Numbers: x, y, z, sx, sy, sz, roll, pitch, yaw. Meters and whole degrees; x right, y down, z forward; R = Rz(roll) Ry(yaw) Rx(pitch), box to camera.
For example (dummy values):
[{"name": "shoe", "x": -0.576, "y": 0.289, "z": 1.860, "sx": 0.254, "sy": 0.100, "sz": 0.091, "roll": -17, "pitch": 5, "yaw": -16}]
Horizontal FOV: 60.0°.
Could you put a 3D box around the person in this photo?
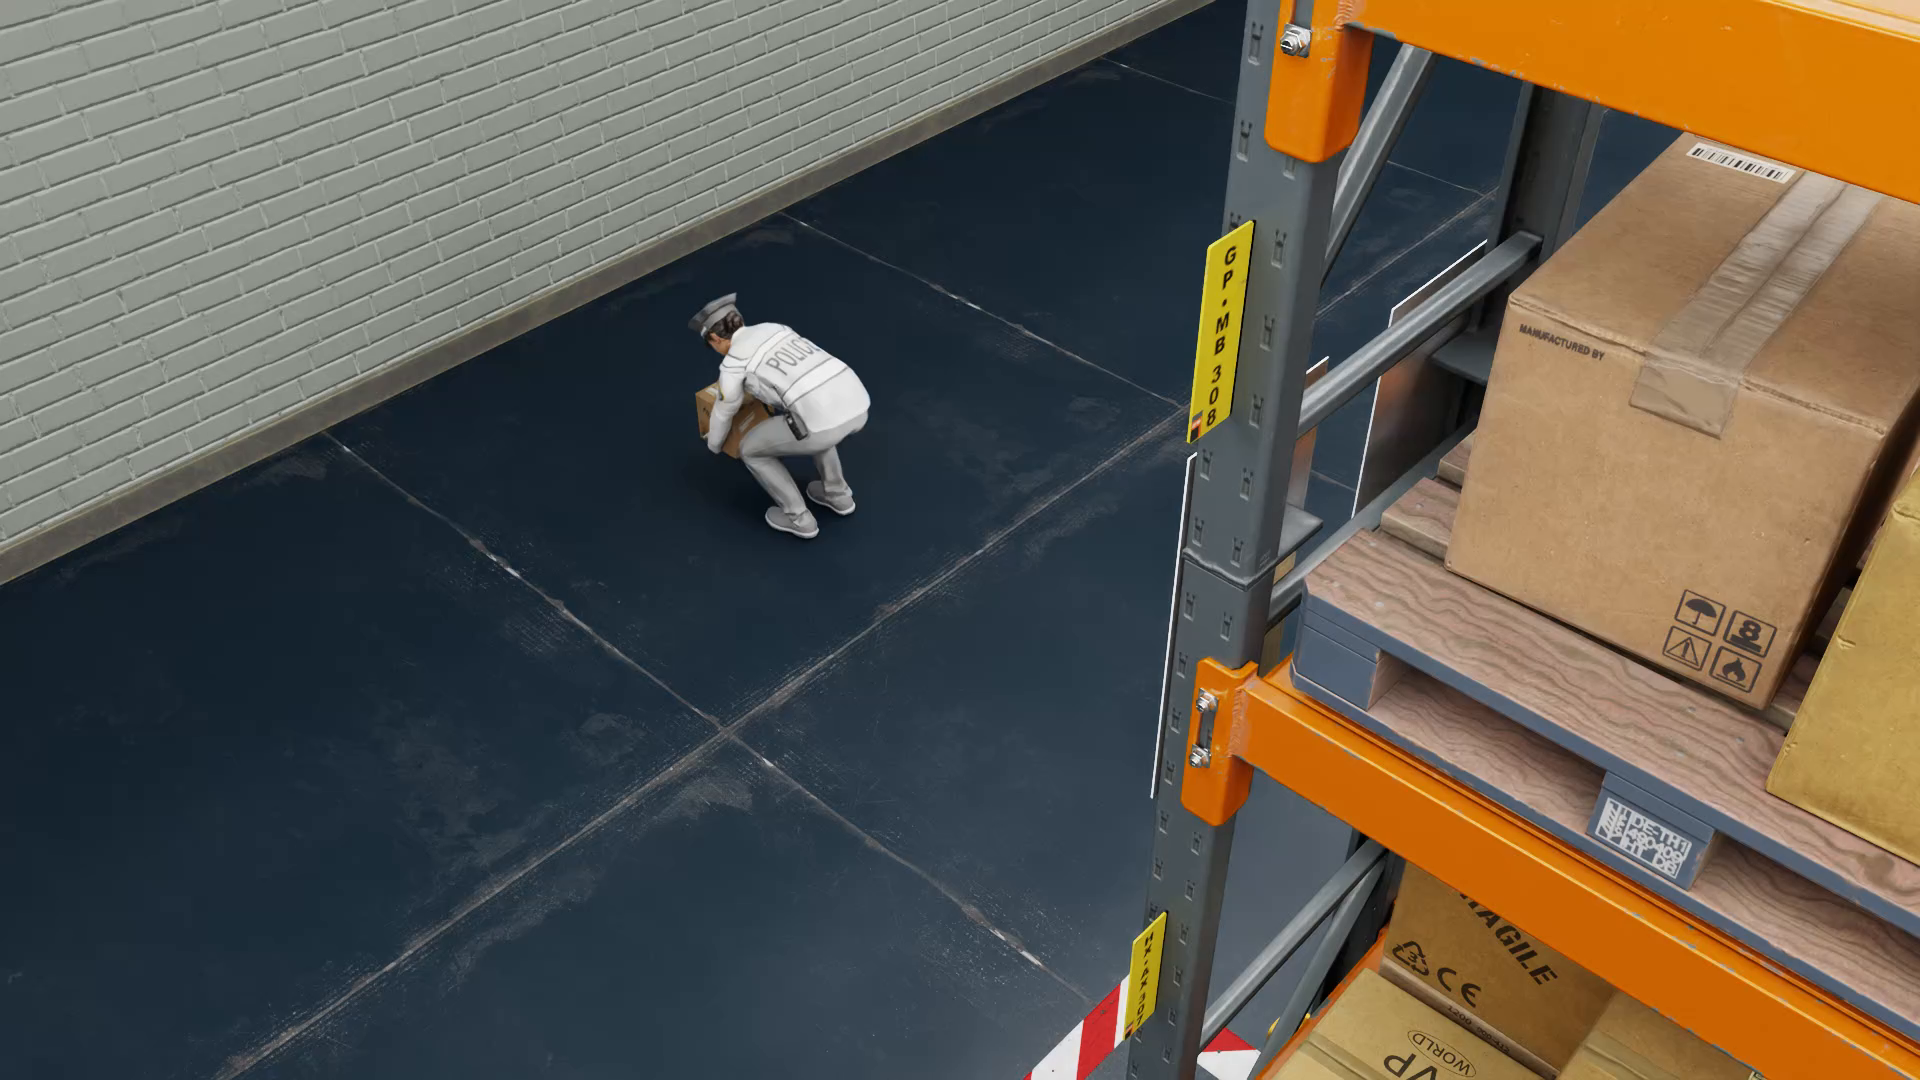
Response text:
[{"name": "person", "x": -0.804, "y": -0.558, "z": 7.372, "sx": 0.908, "sy": 0.980, "sz": 0.469, "roll": 28, "pitch": 47, "yaw": 30}]
